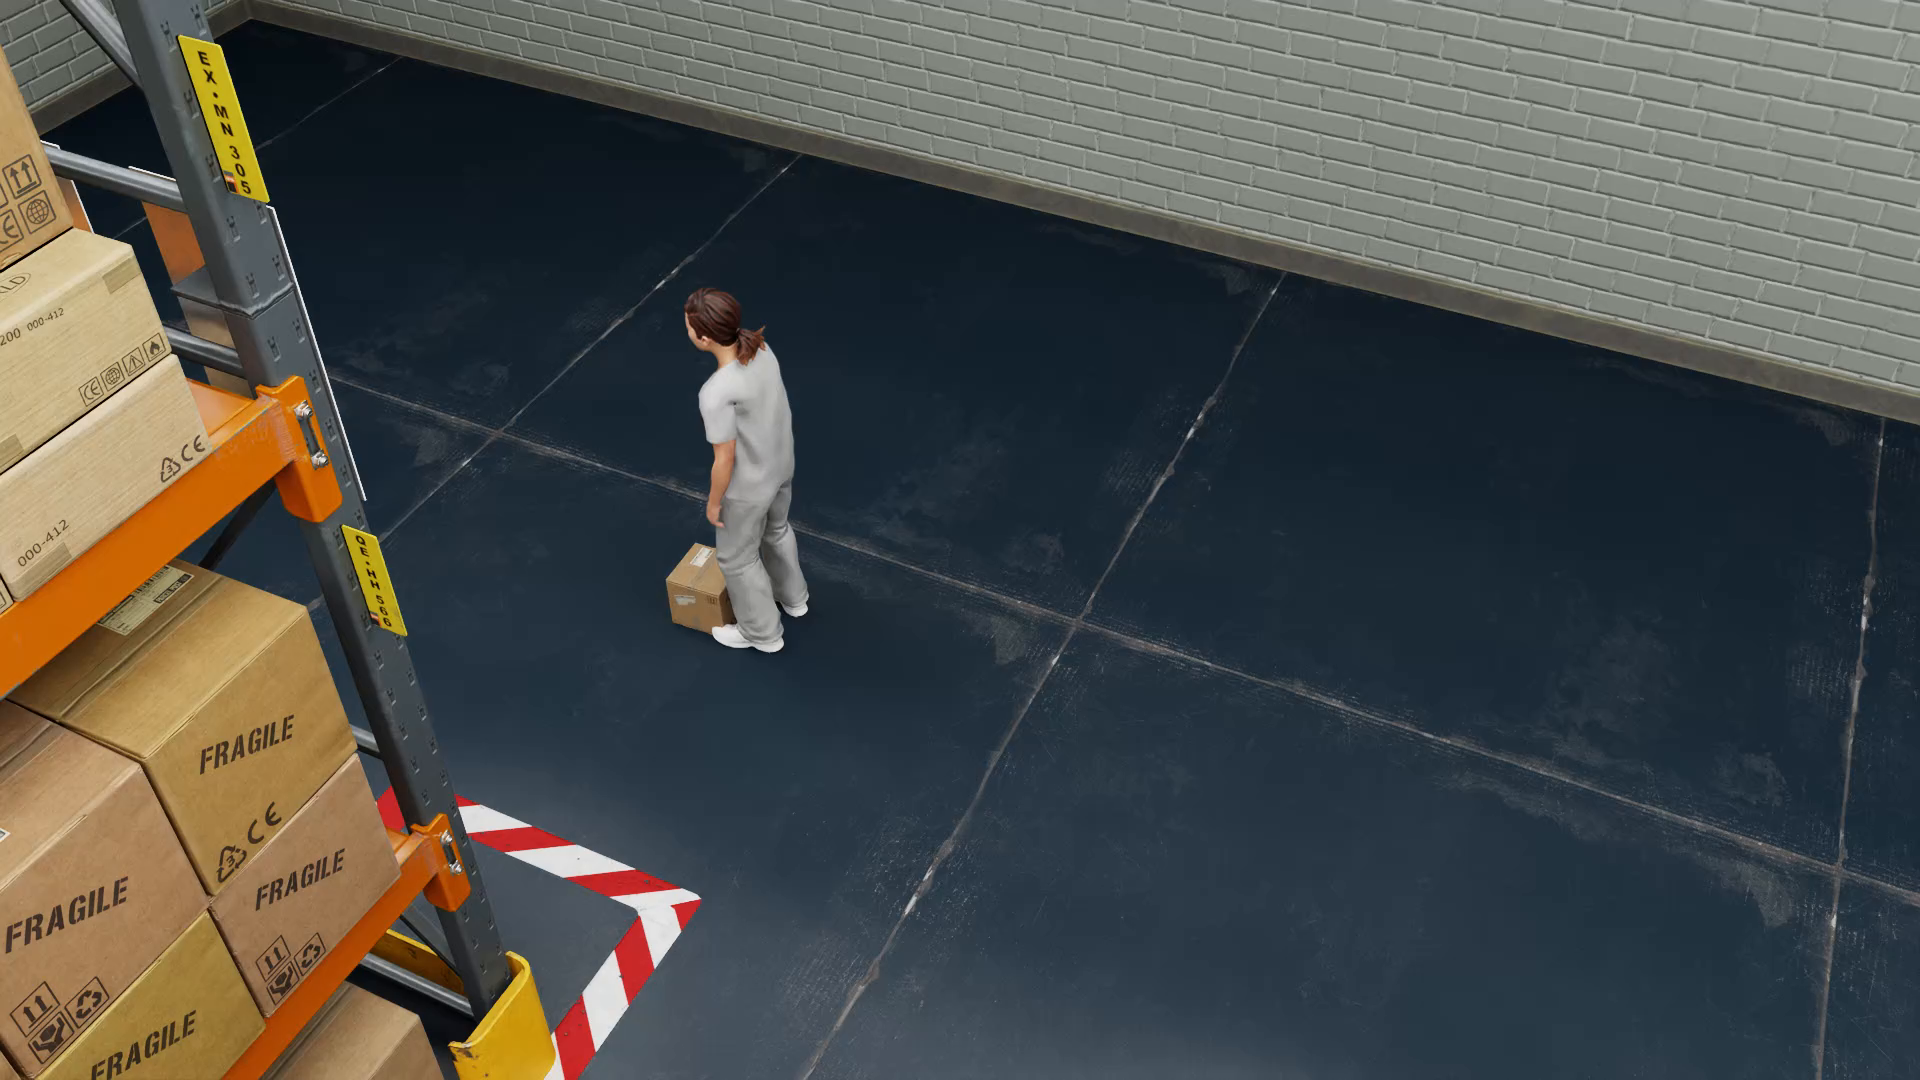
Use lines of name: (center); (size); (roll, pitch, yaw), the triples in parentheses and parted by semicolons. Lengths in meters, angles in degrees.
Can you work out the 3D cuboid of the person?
person: (-0.822, -0.254, 6.441); (0.352, 1.673, 0.494); (17, 45, 18)
